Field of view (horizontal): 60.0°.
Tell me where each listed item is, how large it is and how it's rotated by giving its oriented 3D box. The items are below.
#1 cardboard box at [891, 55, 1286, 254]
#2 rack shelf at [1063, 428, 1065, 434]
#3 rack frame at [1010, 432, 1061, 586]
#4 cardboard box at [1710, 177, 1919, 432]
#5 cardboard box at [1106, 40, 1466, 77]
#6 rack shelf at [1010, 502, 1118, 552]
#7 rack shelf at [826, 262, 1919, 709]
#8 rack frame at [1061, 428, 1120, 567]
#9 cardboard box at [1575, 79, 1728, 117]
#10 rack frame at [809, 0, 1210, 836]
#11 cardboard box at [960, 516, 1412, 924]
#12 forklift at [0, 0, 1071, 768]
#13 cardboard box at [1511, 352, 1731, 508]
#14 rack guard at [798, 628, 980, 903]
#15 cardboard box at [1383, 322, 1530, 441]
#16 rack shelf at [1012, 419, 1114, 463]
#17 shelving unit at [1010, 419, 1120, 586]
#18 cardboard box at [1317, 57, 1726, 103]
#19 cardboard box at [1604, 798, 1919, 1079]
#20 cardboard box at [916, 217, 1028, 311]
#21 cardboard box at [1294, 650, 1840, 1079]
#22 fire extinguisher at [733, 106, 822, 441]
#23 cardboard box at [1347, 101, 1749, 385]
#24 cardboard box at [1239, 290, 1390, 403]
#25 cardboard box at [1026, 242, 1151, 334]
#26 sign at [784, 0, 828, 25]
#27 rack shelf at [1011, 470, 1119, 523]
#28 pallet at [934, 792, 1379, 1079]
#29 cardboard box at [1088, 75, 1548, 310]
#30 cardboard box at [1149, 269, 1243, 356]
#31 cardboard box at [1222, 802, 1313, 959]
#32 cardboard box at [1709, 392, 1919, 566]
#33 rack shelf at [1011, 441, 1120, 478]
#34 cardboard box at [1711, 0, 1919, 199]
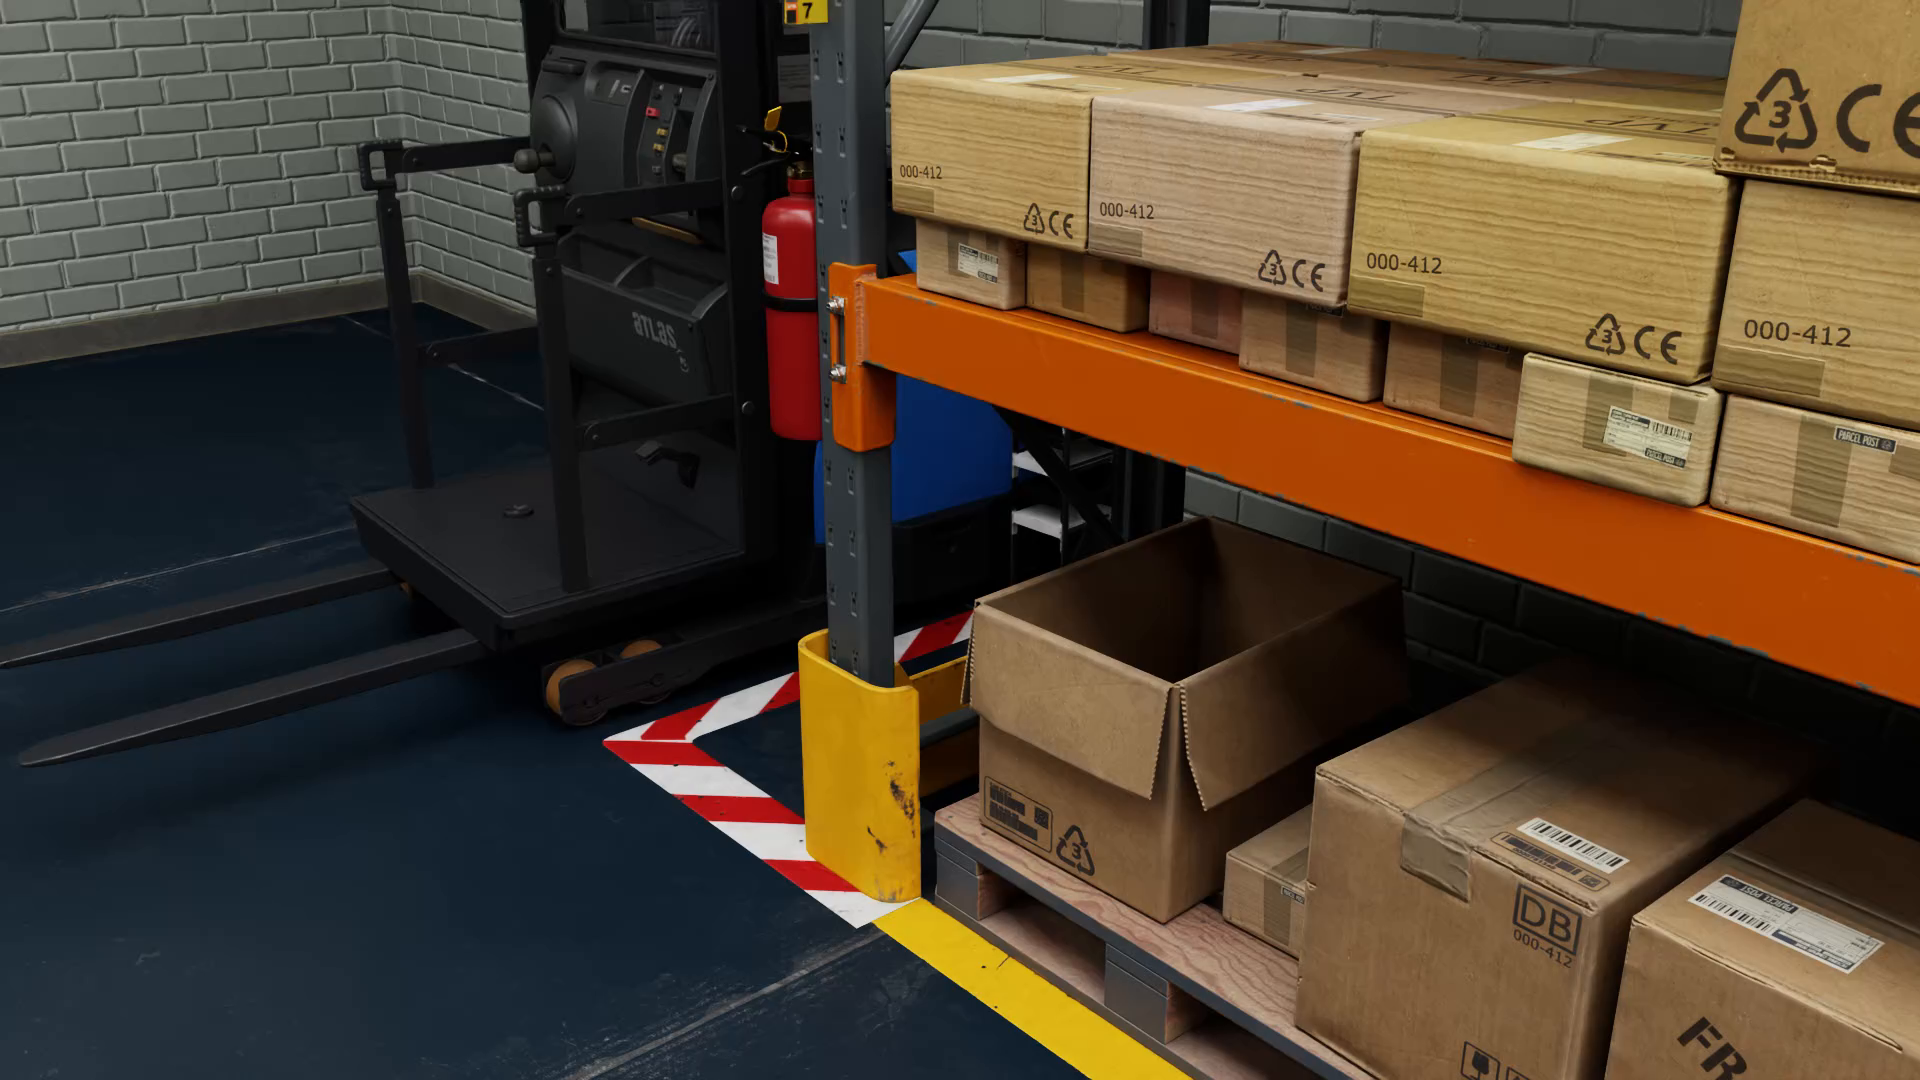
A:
[{"bbox_3d":[0.225,-0.704,2.967,0.500,0.250,0.500,-17,27,-37],"label":"cardboard box"},{"bbox_3d":[0.312,-0.393,4.851,0.258,0.077,0.200,-20,29,-41],"label":"rack shelf"},{"bbox_3d":[0.241,-0.283,4.972,0.240,0.900,0.006,-20,29,-41],"label":"rack frame"},{"bbox_3d":[1.237,-0.290,1.908,0.500,0.250,0.500,-18,28,-39],"label":"cardboard box"},{"bbox_3d":[0.634,-0.830,3.288,0.500,0.250,0.500,-16,27,-36],"label":"cardboard box"},{"bbox_3d":[0.312,-0.058,4.983,0.258,0.077,0.200,-20,29,-41],"label":"rack shelf"},{"bbox_3d":[1.438,0.062,2.198,1.077,0.370,4.000,-17,27,-37],"label":"rack shelf"},{"bbox_3d":[0.384,-0.230,4.837,0.240,0.900,0.006,-20,29,-41],"label":"rack frame"},{"bbox_3d":[1.289,-0.549,2.571,0.500,0.250,0.500,-16,27,-36],"label":"cardboard box"},{"bbox_3d":[0.133,-0.825,3.478,1.000,3.000,0.127,-17,27,-37],"label":"rack frame"},{"bbox_3d":[0.460,0.333,3.367,0.797,0.503,0.637,-19,28,-39],"label":"cardboard box"},{"bbox_3d":[-1.066,-1.105,4.286,3.031,2.935,1.130,-16,27,-36],"label":"forklift"},{"bbox_3d":[0.943,-0.184,2.186,0.380,0.149,0.250,-18,28,-39],"label":"cardboard box"},{"bbox_3d":[0.182,0.360,3.880,1.175,0.500,0.348,-17,27,-37],"label":"rack guard"},{"bbox_3d":[0.835,-0.272,2.410,0.380,0.149,0.250,-17,27,-37],"label":"cardboard box"},{"bbox_3d":[0.312,-0.309,4.884,0.258,0.077,0.200,-20,29,-41],"label":"rack shelf"},{"bbox_3d":[0.312,-0.256,4.905,0.258,0.900,0.210,-20,29,-41],"label":"shelving unit"},{"bbox_3d":[0.970,-0.687,2.923,0.500,0.250,0.500,-17,27,-37],"label":"cardboard box"},{"bbox_3d":[1.258,0.750,2.308,0.500,0.500,0.500,-17,27,-36],"label":"cardboard box"},{"bbox_3d":[0.139,-0.552,3.125,0.380,0.149,0.250,-18,27,-38],"label":"cardboard box"},{"bbox_3d":[0.989,0.580,2.741,0.700,0.500,0.500,-16,27,-35],"label":"cardboard box"},{"bbox_3d":[-0.313,-0.546,3.383,0.296,0.674,0.183,-17,27,-37],"label":"fire extinguisher"},{"bbox_3d":[0.887,-0.426,2.256,0.500,0.250,0.500,-18,28,-38],"label":"cardboard box"},{"bbox_3d":[0.657,-0.344,2.594,0.380,0.149,0.250,-16,27,-36],"label":"cardboard box"},{"bbox_3d":[0.341,-0.493,2.974,0.380,0.149,0.250,-17,27,-36],"label":"cardboard box"},{"bbox_3d":[-0.278,-1.099,2.990,0.100,0.325,0.005,-17,27,-37],"label":"sign"},{"bbox_3d":[0.312,-0.142,4.950,0.258,0.077,0.200,-20,29,-41],"label":"rack shelf"},{"bbox_3d":[0.703,0.714,3.371,1.003,0.211,1.213,-17,27,-37],"label":"pallet"},{"bbox_3d":[0.554,-0.565,2.612,0.500,0.250,0.500,-17,27,-37],"label":"cardboard box"},{"bbox_3d":[0.538,-0.428,2.809,0.380,0.149,0.250,-18,28,-38],"label":"cardboard box"},{"bbox_3d":[0.708,0.625,3.109,0.380,0.149,0.250,-19,28,-39],"label":"cardboard box"},{"bbox_3d":[1.130,-0.116,2.013,0.380,0.149,0.250,-17,27,-36],"label":"cardboard box"},{"bbox_3d":[0.312,-0.225,4.917,0.258,0.077,0.200,-20,29,-41],"label":"rack shelf"},{"bbox_3d":[1.204,-0.639,1.772,0.500,0.500,0.500,-17,27,-36],"label":"cardboard box"}]
